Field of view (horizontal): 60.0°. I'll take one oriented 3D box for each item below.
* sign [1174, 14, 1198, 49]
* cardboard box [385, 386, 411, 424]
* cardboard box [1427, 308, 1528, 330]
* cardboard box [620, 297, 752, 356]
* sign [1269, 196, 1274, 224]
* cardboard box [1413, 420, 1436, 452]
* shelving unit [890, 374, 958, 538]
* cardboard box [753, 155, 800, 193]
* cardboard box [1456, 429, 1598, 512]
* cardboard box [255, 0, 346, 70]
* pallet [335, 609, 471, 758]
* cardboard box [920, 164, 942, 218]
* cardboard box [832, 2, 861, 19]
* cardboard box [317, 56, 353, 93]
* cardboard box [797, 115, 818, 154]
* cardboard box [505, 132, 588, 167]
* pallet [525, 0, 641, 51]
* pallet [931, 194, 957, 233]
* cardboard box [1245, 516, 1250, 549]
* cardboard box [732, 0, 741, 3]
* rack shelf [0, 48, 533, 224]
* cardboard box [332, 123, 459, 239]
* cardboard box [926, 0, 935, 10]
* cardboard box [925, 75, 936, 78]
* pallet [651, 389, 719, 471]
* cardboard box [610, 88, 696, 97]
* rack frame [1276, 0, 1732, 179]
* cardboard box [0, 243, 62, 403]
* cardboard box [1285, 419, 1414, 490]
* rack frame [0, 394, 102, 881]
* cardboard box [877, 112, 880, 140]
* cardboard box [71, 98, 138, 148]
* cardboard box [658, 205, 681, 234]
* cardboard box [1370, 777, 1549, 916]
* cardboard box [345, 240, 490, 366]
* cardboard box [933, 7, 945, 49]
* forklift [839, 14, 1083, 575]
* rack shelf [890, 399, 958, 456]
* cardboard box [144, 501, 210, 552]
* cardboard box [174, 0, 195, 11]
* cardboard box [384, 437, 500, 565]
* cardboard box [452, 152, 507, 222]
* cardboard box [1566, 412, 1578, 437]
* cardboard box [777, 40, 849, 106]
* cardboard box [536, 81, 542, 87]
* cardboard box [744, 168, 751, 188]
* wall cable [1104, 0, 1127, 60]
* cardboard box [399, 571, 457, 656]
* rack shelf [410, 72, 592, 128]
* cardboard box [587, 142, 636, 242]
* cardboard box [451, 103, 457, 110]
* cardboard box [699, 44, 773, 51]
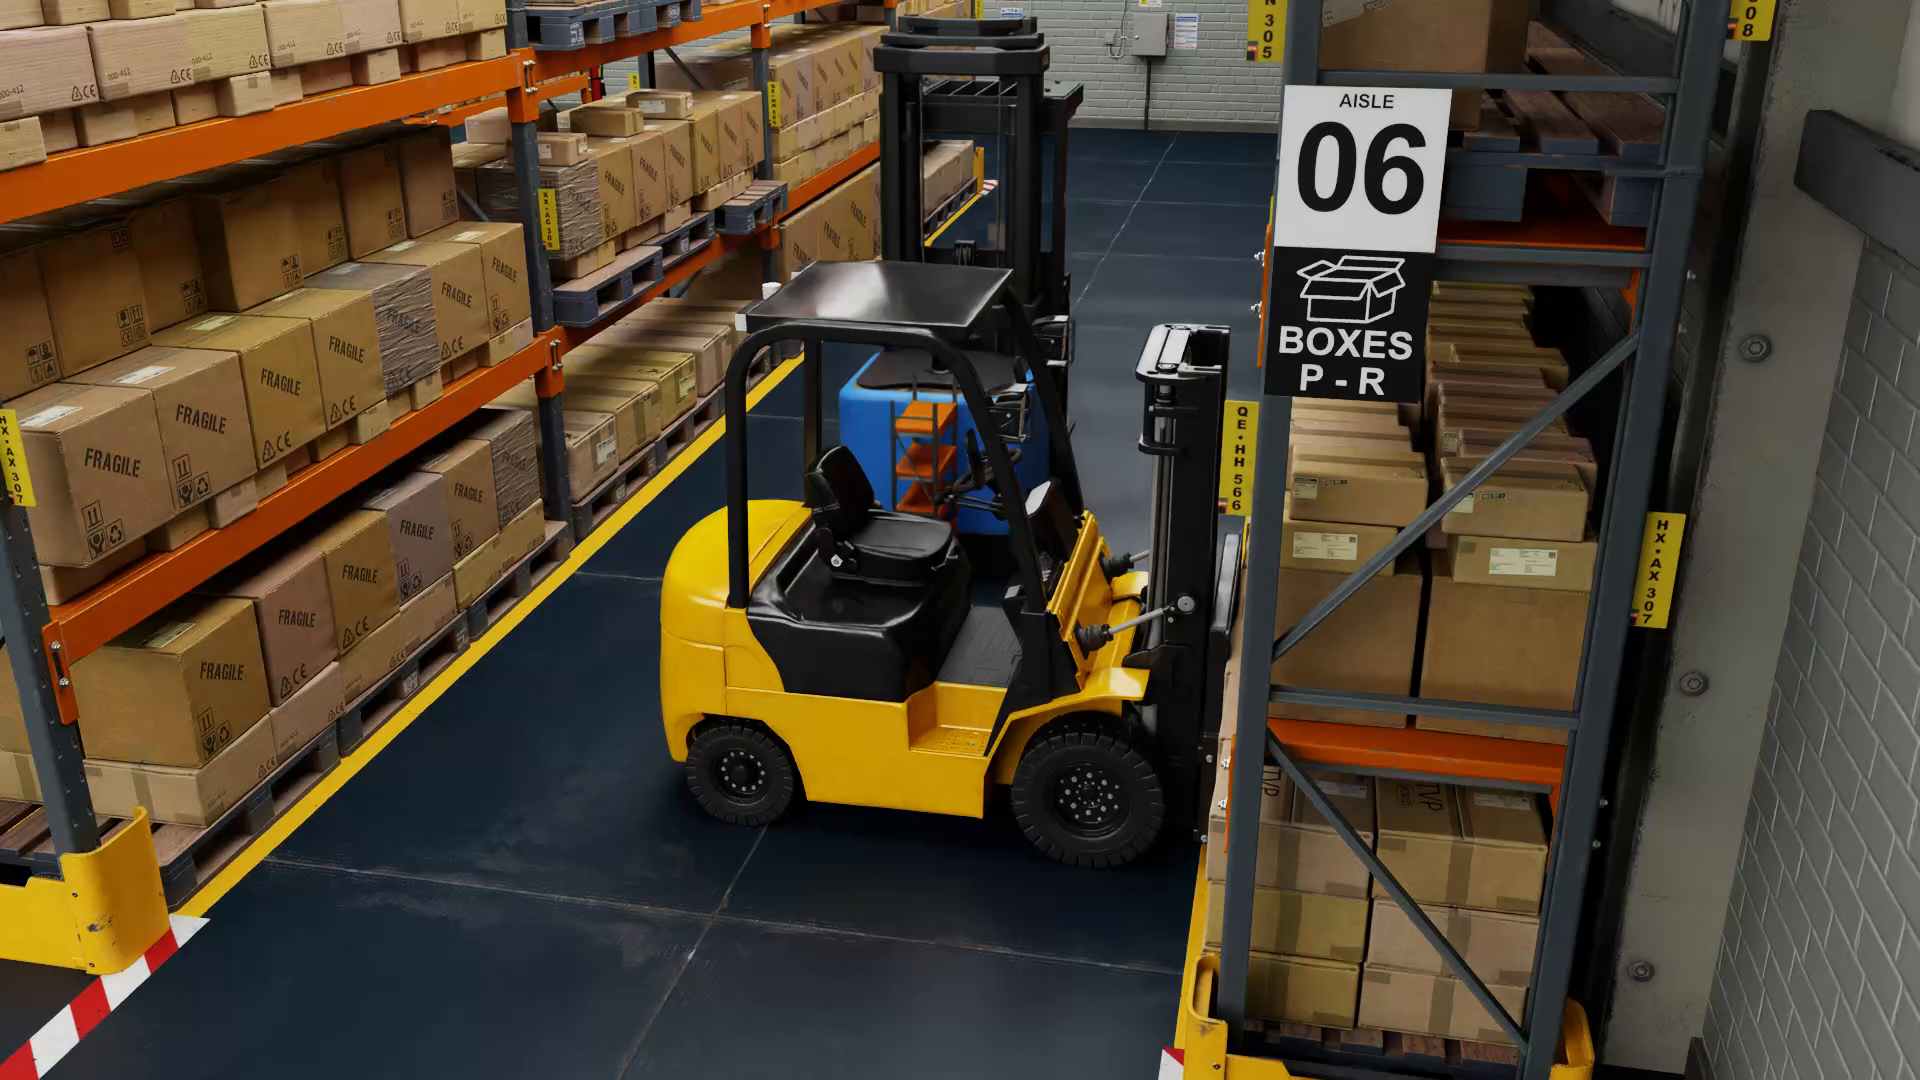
[{"bbox_3d":[3.373,-7.599,24.834,0.329,0.494,0.001,4,22,11],"label":"sign"},{"bbox_3d":[-2.808,-0.646,7.778,0.380,0.149,0.250,4,22,10],"label":"cardboard box"},{"bbox_3d":[1.960,-0.778,6.371,0.380,0.149,0.250,5,22,12],"label":"cardboard box"},{"bbox_3d":[-2.064,-1.599,12.764,0.950,0.372,0.625,3,22,7],"label":"cardboard box"},{"bbox_3d":[1.571,-1.527,8.187,0.100,0.325,0.005,4,22,11],"label":"sign"},{"bbox_3d":[1.844,-0.109,5.975,0.500,0.500,0.500,4,22,10],"label":"cardboard box"},{"bbox_3d":[-0.183,-0.225,8.805,0.258,1.200,0.503,4,22,11],"label":"shelving unit"},{"bbox_3d":[-1.593,-2.919,13.287,0.500,0.250,0.500,4,22,10],"label":"cardboard box"},{"bbox_3d":[1.681,-0.210,4.961,0.380,0.149,0.250,5,23,13],"label":"cardboard box"},{"bbox_3d":[-2.891,-2.087,6.807,0.500,0.250,0.500,5,22,12],"label":"cardboard box"},{"bbox_3d":[-3.105,0.623,8.023,1.003,0.211,1.213,4,22,11],"label":"pallet"},{"bbox_3d":[-0.708,-3.847,18.258,0.875,0.438,0.875,4,22,9],"label":"cardboard box"},{"bbox_3d":[-1.212,-5.328,16.727,0.380,0.149,0.250,5,22,12],"label":"cardboard box"},{"bbox_3d":[-2.881,-2.039,7.221,0.380,0.149,0.250,5,22,12],"label":"cardboard box"},{"bbox_3d":[-1.488,-3.347,13.680,0.500,0.250,0.500,5,22,12],"label":"cardboard box"},{"bbox_3d":[-2.313,-2.191,9.317,0.380,0.149,0.250,4,22,11],"label":"cardboard box"},{"bbox_3d":[-2.525,-2.888,9.245,1.213,0.211,1.003,4,22,11],"label":"pallet"},{"bbox_3d":[-0.645,-3.718,18.803,1.003,0.211,1.213,4,22,11],"label":"pallet"},{"bbox_3d":[1.584,-0.033,7.700,0.500,0.250,0.500,4,22,11],"label":"cardboard box"},{"bbox_3d":[-1.798,-3.973,12.023,0.380,0.149,0.250,4,22,11],"label":"cardboard box"},{"bbox_3d":[-3.164,-1.692,6.988,1.077,0.370,4.000,4,22,11],"label":"rack shelf"},{"bbox_3d":[-3.058,-1.870,8.611,0.700,0.500,0.500,4,22,10],"label":"cardboard box"},{"bbox_3d":[-0.475,-5.754,17.785,0.380,0.149,0.250,5,22,11],"label":"cardboard box"},{"bbox_3d":[-0.557,-4.855,17.759,0.500,0.500,0.500,5,22,11],"label":"cardboard box"},{"bbox_3d":[-2.351,-0.805,11.570,1.003,0.211,1.213,4,22,11],"label":"pallet"},{"bbox_3d":[-2.258,-3.061,12.345,0.500,0.500,0.500,4,22,9],"label":"cardboard box"},{"bbox_3d":[1.288,-2.309,3.541,1.000,3.000,0.127,4,22,11],"label":"rack frame"},{"bbox_3d":[-3.681,-0.755,5.842,0.700,0.500,0.500,4,22,10],"label":"cardboard box"},{"bbox_3d":[1.175,-0.251,5.061,0.380,0.149,0.250,4,22,11],"label":"cardboard box"},{"bbox_3d":[-3.572,0.097,5.598,1.000,3.000,0.127,4,22,11],"label":"rack frame"},{"bbox_3d":[-0.968,-4.039,16.068,0.500,0.250,0.500,4,22,10],"label":"cardboard box"},{"bbox_3d":[-3.133,-1.472,5.814,0.380,0.149,0.250,5,22,12],"label":"cardboard box"},{"bbox_3d":[-2.040,-2.097,10.819,0.380,0.149,0.250,5,23,13],"label":"cardboard box"},{"bbox_3d":[1.572,0.929,5.311,0.500,0.250,0.500,4,22,10],"label":"cardboard box"},{"bbox_3d":[-2.701,-1.180,8.237,0.500,0.500,0.500,5,23,13],"label":"cardboard box"},{"bbox_3d":[-0.459,-5.513,18.054,0.500,0.500,0.500,4,22,11],"label":"cardboard box"},{"bbox_3d":[0.126,-1.683,10.108,1.130,2.935,3.031,4,22,11],"label":"forklift"},{"bbox_3d":[-0.183,-0.589,8.658,0.258,0.148,0.480,4,22,11],"label":"rack shelf"},{"bbox_3d":[-3.129,-0.079,6.372,0.380,0.149,0.250,4,22,9],"label":"cardboard box"},{"bbox_3d":[-3.071,-2.026,6.124,0.380,0.149,0.250,4,22,11],"label":"cardboard box"},{"bbox_3d":[-2.716,-0.210,8.475,0.500,0.500,0.500,5,22,12],"label":"cardboard box"},{"bbox_3d":[-2.886,-1.932,9.541,0.500,0.500,0.500,4,22,10],"label":"cardboard box"},{"bbox_3d":[1.892,-0.344,5.690,0.380,0.149,0.250,5,22,11],"label":"cardboard box"},{"bbox_3d":[-1.280,-4.055,14.435,0.500,0.500,0.500,5,22,12],"label":"cardboard box"},{"bbox_3d":[-5.199,-5.468,19.751,0.380,0.149,0.250,3,22,9],"label":"cardboard box"},{"bbox_3d":[-1.760,-2.666,12.232,0.380,0.149,0.250,5,22,12],"label":"cardboard box"},{"bbox_3d":[2.212,-8.186,24.804,0.588,1.984,0.122,4,22,11],"label":"wall cable"},{"bbox_3d":[-2.820,0.332,8.131,0.500,0.250,0.500,5,22,12],"label":"cardboard box"},{"bbox_3d":[-5.582,-5.030,19.291,1.077,0.370,4.000,4,22,11],"label":"rack shelf"},{"bbox_3d":[-2.277,-2.078,9.904,0.500,0.500,0.500,5,22,11],"label":"cardboard box"},{"bbox_3d":[-5.631,-4.694,17.831,0.380,0.149,0.250,5,22,12],"label":"cardboard box"},{"bbox_3d":[-1.885,-3.918,14.093,0.500,0.500,0.500,4,22,11],"label":"cardboard box"}]
